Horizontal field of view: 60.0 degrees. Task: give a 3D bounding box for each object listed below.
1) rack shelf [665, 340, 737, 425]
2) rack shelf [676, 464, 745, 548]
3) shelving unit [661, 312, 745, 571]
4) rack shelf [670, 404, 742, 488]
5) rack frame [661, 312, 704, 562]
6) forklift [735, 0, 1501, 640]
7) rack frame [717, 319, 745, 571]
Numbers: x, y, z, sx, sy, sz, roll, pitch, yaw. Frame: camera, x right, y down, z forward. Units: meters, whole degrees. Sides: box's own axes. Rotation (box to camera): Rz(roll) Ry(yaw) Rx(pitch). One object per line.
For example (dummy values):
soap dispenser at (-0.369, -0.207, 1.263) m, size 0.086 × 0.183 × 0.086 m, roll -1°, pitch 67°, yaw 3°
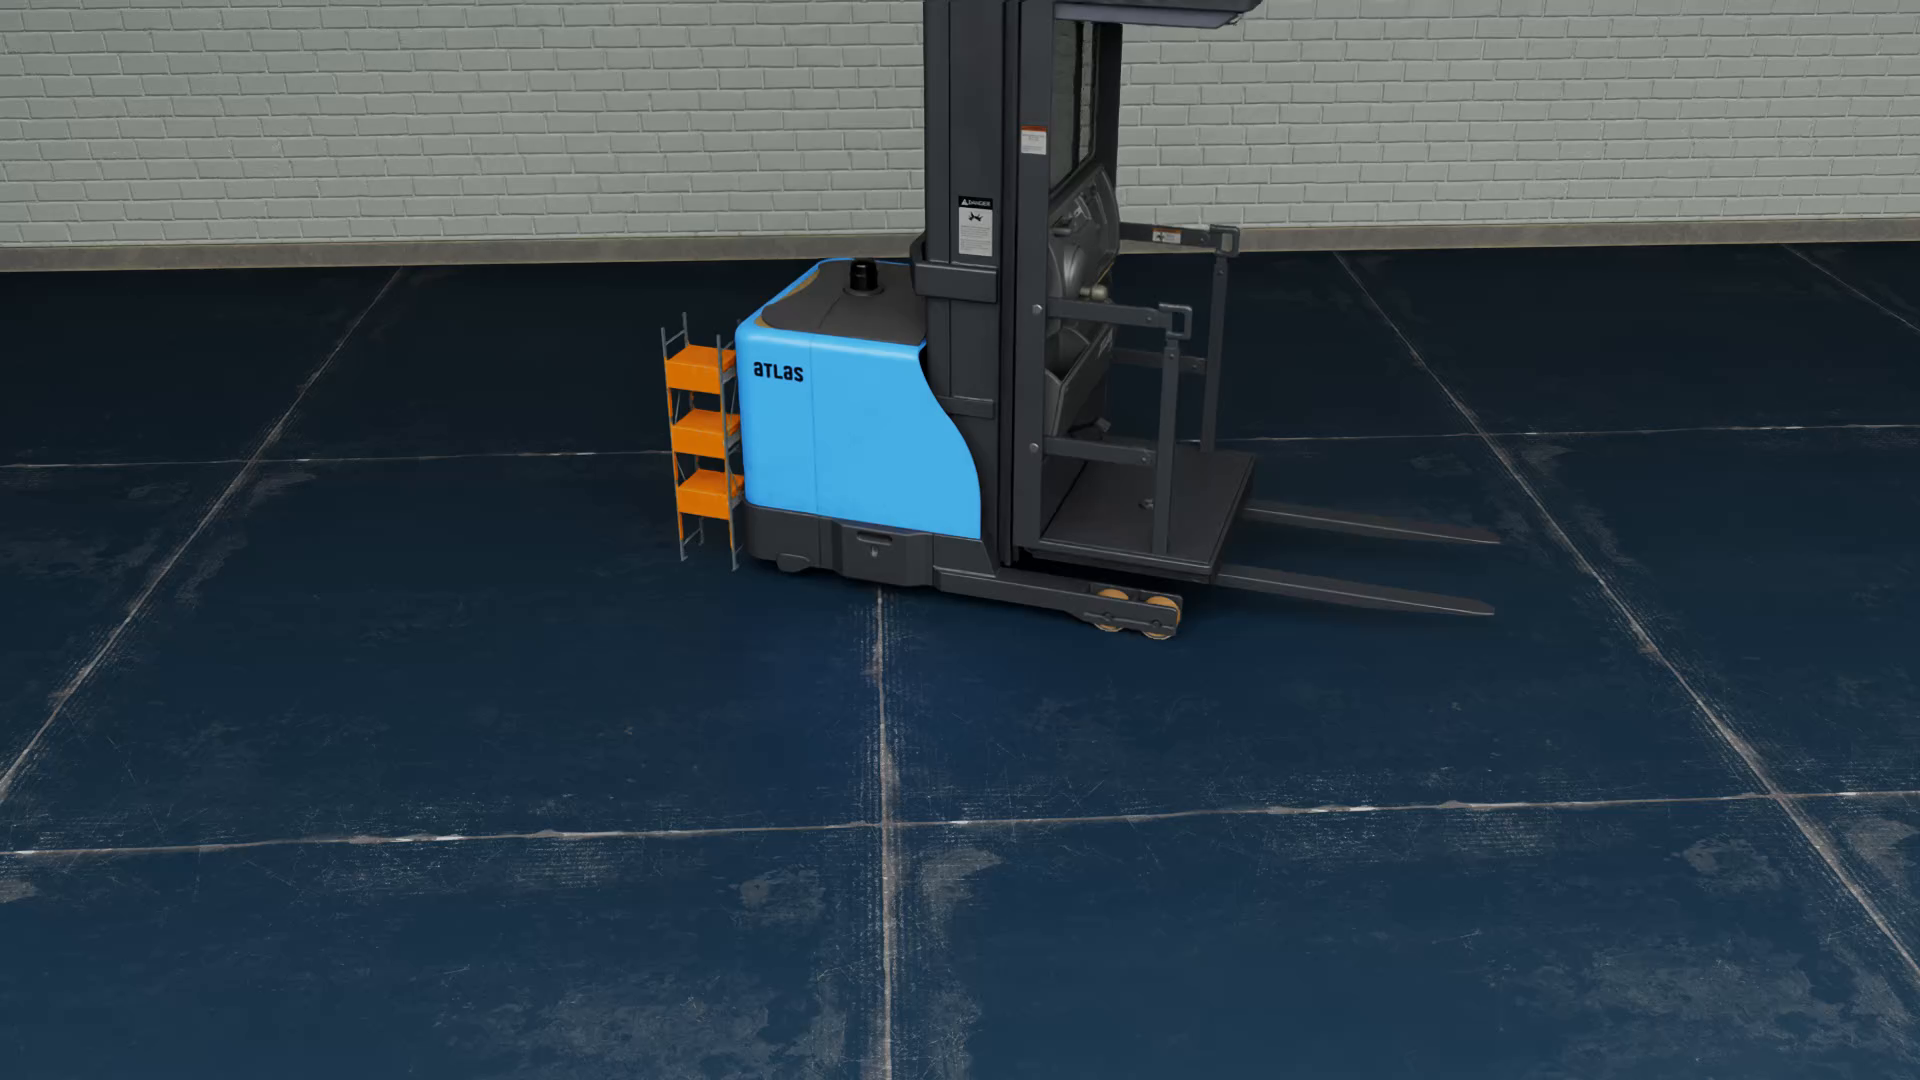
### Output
rack shelf at (-1.034, -0.642, 6.754) m, size 0.240 × 0.259 × 0.215 m, roll 9°, pitch 29°, yaw 17°
rack shelf at (-1.034, -0.144, 7.014) m, size 0.240 × 0.259 × 0.215 m, roll 9°, pitch 29°, yaw 17°
shelving unit at (-1.034, -0.399, 6.881) m, size 0.252 × 1.050 × 0.215 m, roll 9°, pitch 29°, yaw 17°
rack shelf at (-1.034, -0.390, 6.885) m, size 0.240 × 0.259 × 0.215 m, roll 9°, pitch 29°, yaw 17°
rack frame at (-1.150, -0.418, 6.916) m, size 0.008 × 1.050 × 0.200 m, roll 9°, pitch 29°, yaw 17°
forklift at (0.667, -1.186, 6.354) m, size 3.031 × 2.935 × 1.130 m, roll 9°, pitch 29°, yaw 16°
rack frame at (-0.919, -0.381, 6.845) m, size 0.008 × 1.050 × 0.200 m, roll 9°, pitch 29°, yaw 17°
